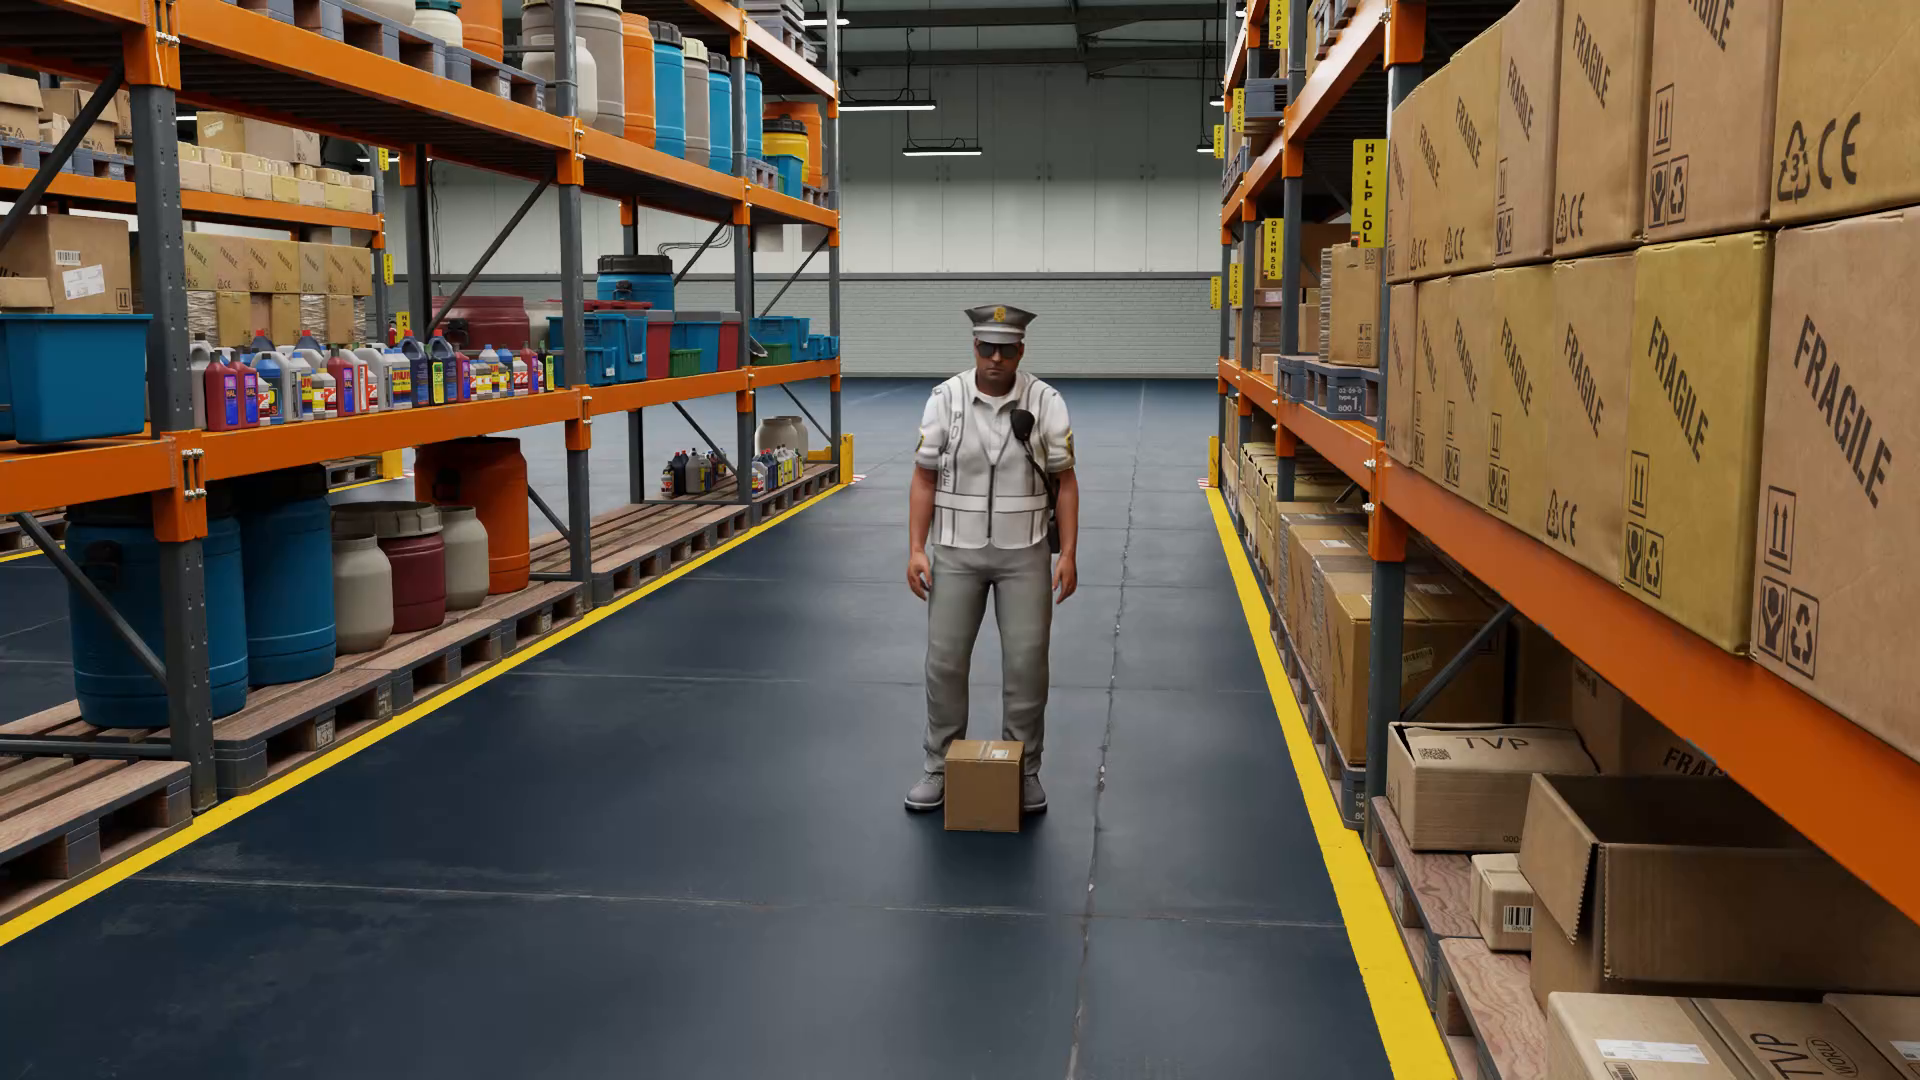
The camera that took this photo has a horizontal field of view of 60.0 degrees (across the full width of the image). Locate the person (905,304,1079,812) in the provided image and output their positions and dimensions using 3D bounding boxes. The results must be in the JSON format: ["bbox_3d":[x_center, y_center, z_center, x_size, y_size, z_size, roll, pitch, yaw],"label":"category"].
[{"bbox_3d":[0.115,0.056,5.835,0.600,1.749,0.429,1,8,4],"label":"person"}]
